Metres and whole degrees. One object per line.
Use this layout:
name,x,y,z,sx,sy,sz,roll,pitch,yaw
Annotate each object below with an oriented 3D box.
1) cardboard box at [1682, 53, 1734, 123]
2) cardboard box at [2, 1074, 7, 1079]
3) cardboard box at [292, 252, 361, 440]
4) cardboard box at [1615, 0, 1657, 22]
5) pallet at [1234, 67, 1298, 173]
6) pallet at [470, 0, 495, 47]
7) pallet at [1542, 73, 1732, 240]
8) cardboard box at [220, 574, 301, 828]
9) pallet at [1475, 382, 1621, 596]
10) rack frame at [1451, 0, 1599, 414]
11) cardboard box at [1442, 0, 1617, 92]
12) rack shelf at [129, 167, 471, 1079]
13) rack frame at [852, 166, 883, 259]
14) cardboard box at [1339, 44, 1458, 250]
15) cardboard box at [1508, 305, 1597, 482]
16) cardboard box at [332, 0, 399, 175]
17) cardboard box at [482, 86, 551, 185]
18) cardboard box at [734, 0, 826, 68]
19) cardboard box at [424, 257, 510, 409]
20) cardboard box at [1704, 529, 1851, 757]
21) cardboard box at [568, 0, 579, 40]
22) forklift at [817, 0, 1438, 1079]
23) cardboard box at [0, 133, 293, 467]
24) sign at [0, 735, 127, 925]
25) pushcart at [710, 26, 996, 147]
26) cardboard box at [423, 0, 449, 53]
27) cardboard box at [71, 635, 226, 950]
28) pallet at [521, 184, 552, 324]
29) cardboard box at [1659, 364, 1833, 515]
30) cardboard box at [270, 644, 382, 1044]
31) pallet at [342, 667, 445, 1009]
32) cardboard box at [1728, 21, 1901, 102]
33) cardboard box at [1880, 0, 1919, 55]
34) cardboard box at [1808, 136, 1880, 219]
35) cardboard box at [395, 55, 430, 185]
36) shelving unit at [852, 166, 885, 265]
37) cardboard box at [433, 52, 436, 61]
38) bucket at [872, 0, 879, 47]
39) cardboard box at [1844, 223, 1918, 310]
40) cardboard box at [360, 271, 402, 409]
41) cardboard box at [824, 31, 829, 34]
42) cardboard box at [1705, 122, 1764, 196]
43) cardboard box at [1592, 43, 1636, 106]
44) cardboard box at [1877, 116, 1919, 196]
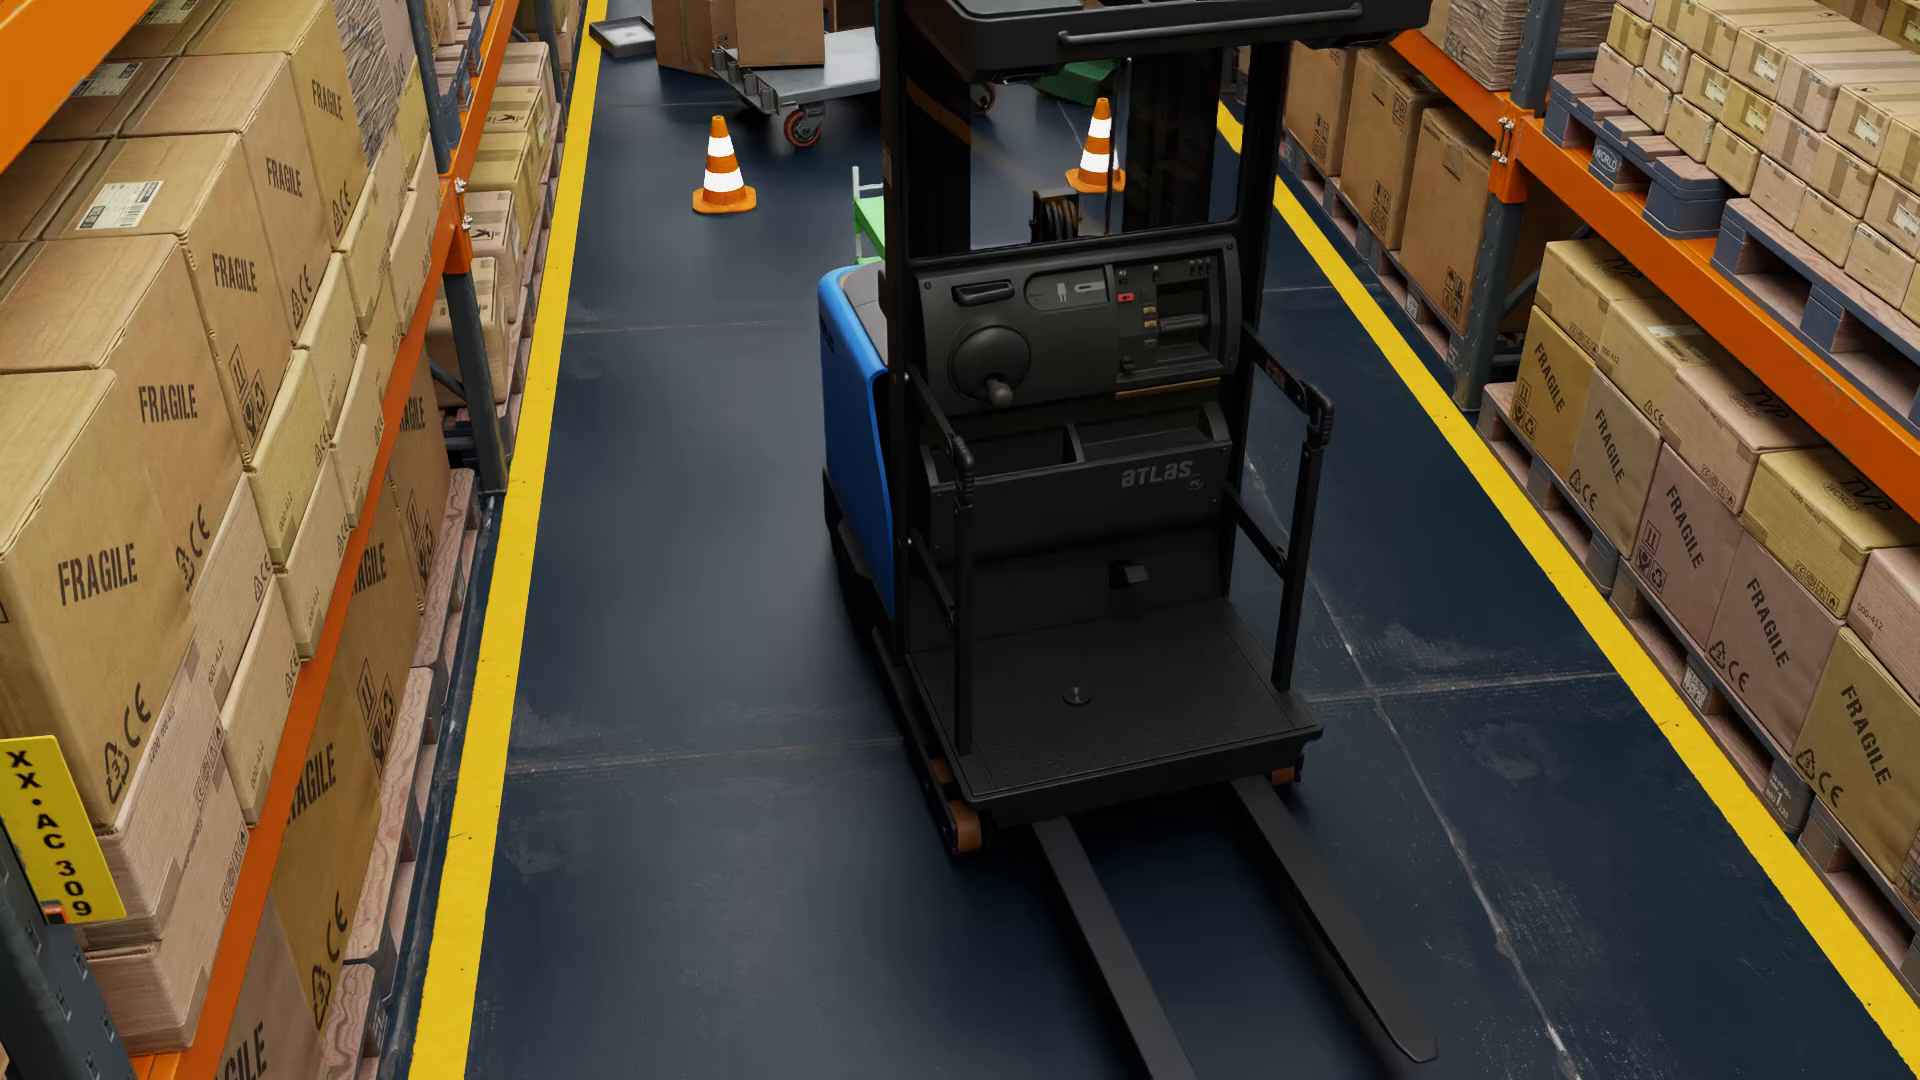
cardboard box,2.556,-1.452,5.304,0.380,0.149,0.250,-5,35,-8
cardboard box,-1.426,1.017,2.005,0.500,0.500,0.500,-4,34,-6
cardboard box,-1.730,-0.447,3.932,0.500,0.250,0.500,-5,35,-8
cardboard box,2.483,-1.885,5.675,0.380,0.149,0.250,-4,35,-6
pallet,2.253,-2.500,9.730,1.003,0.211,1.213,-4,35,-6
pallet,-2.586,-2.436,7.331,1.003,0.211,1.213,-4,35,-6
pallet,2.814,-1.376,5.775,1.213,0.211,1.003,-4,35,-6
cardboard box,-1.610,0.327,3.240,0.500,0.250,0.500,-5,35,-8
pallet,2.716,-0.256,6.438,1.003,0.211,1.213,-4,35,-6
rack frame,2.612,-1.845,6.293,1.000,3.000,0.127,-4,35,-6
cardboard box,2.286,-2.117,6.604,0.500,0.500,0.500,-4,35,-6
rack shelf,-2.010,0.000,4.225,1.077,0.370,4.000,-4,35,-6
rack frame,-0.281,-0.898,6.502,0.240,1.200,0.015,-10,35,-14
cardboard box,2.499,-1.923,8.033,1.050,0.750,0.750,-4,34,-6
cardboard box,2.455,-0.571,6.271,0.500,0.500,0.500,-6,35,-8
cardboard box,-1.873,-1.313,4.537,0.500,0.500,0.500,-4,34,-6
cardboard box,-2.644,-2.040,8.540,0.950,0.372,0.625,-2,34,-3
cardboard box,-1.057,-3.077,9.649,0.500,0.500,0.500,-4,35,-6
cardboard box,-2.345,-0.817,6.746,0.950,0.372,0.625,-7,35,-10
cardboard box,2.668,0.280,5.022,0.500,0.500,0.500,-5,35,-7
cardboard box,-2.712,-3.329,10.541,0.500,0.250,0.500,-3,34,-4
forklift,0.405,-0.539,4.439,1.130,2.935,3.031,-10,35,-14
cardboard box,-1.676,-0.465,3.292,0.500,0.500,0.500,-5,35,-8
sign,-1.191,0.385,2.182,0.100,0.325,0.005,-4,35,-6
pushcart,-0.565,-2.762,9.968,1.648,0.377,0.936,-16,38,-23
cardboard box,-2.110,-2.020,5.824,0.500,0.500,0.500,-5,35,-8
cardboard box,-1.521,0.407,2.678,0.500,0.250,0.500,-5,35,-8
pallet,-2.544,-1.376,8.082,1.003,0.211,1.213,-4,35,-6
cardboard box,2.587,-0.332,5.254,0.500,0.250,0.500,-4,34,-6
cardboard box,-2.033,0.680,4.103,0.875,0.875,0.875,-3,34,-5
pallet,-2.087,0.864,4.795,1.003,0.211,1.213,-4,35,-6
cardboard box,2.585,-1.453,5.040,0.380,0.149,0.250,-6,35,-8
cardboard box,3.199,-1.635,5.307,0.380,0.149,0.250,-3,34,-5
cardboard box,2.653,-1.034,4.689,0.380,0.149,0.250,-5,35,-7
cardboard box,-1.962,-1.307,5.193,0.500,0.250,0.500,-4,35,-7
shelving unit,-0.211,-0.766,6.309,0.258,1.200,0.503,-10,35,-14
cardboard box,-2.143,-1.839,6.135,0.380,0.149,0.250,-6,35,-9
bucket,-0.228,-3.253,9.917,0.726,0.611,0.620,7,45,10
cardboard box,2.686,-0.764,4.558,0.380,0.149,0.250,-5,35,-8
cardboard box,-1.818,-0.523,4.487,0.500,0.250,0.500,-5,35,-7
cardboard box,-0.800,-3.133,10.611,0.396,0.266,0.258,27,43,34
cardboard box,2.583,-1.199,5.195,0.380,0.149,0.250,-3,34,-4
cardboard box,2.473,-1.649,5.857,0.380,0.149,0.250,-5,35,-7
cardboard box,2.691,-1.015,4.397,0.380,0.149,0.250,-5,35,-7
